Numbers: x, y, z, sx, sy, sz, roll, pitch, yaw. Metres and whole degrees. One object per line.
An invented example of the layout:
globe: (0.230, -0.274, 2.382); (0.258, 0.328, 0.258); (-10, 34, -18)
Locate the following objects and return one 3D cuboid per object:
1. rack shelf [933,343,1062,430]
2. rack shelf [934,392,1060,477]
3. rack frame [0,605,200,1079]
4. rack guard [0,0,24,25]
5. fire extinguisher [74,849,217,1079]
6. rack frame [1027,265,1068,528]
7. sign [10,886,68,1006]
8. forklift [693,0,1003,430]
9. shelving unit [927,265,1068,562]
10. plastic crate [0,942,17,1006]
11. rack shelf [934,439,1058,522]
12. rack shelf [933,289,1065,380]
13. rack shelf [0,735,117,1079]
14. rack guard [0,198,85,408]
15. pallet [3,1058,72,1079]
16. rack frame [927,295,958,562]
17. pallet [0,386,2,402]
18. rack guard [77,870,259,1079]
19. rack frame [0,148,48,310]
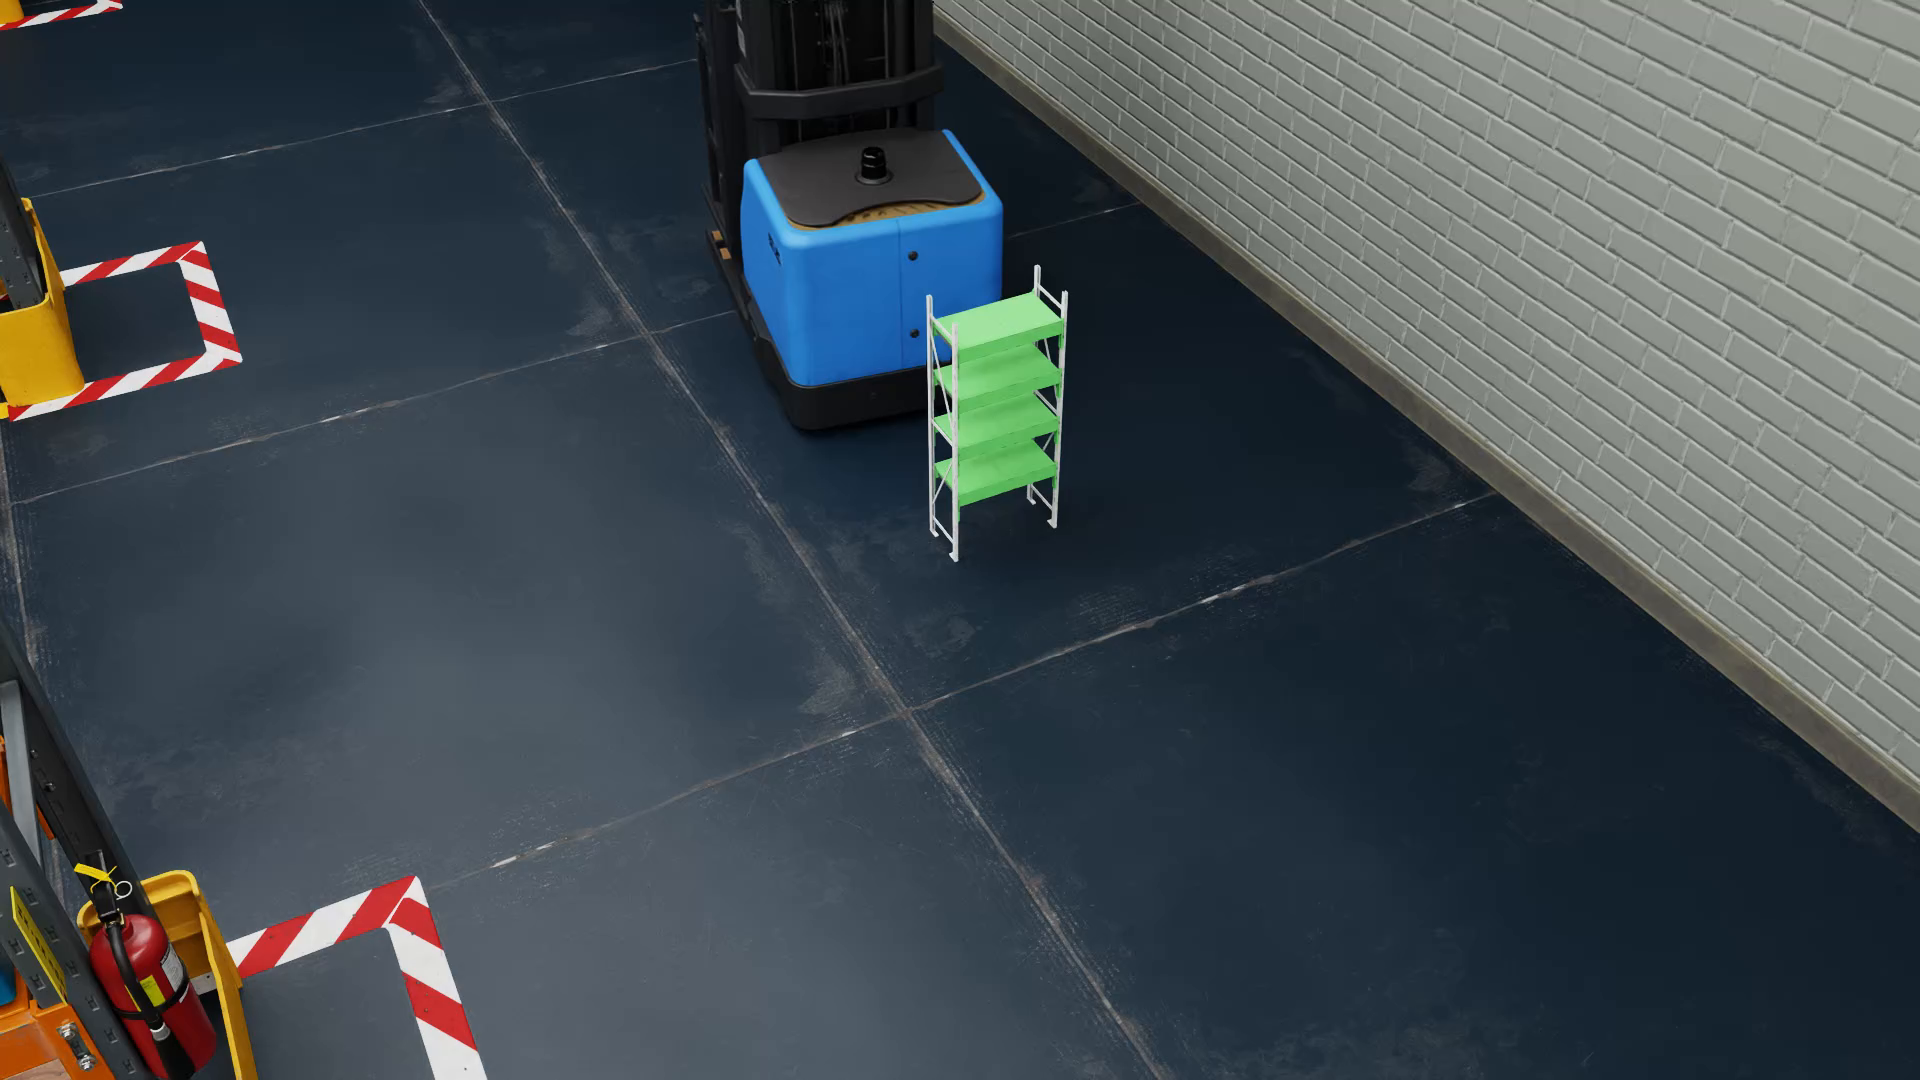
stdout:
rack shelf: (0.147, -0.642, 6.807); (0.480, 0.148, 0.258); (-19, 44, -21)
rack shelf: (0.147, -0.459, 6.962); (0.480, 0.148, 0.258); (-19, 44, -21)
rack frame: (-2.330, 0.664, 4.144); (0.127, 3.000, 1.000); (-19, 44, -21)
rack guard: (-6.885, -4.066, 11.667); (0.348, 0.500, 1.175); (-19, 44, -21)
fire extinguisher: (-1.986, 1.051, 4.035); (0.183, 0.674, 0.296); (-19, 44, -21)
rack frame: (0.363, -0.580, 7.007); (0.015, 1.200, 0.240); (-19, 44, -21)
sign: (-2.061, 0.912, 3.725); (0.005, 0.325, 0.100); (-19, 44, -21)
forklift: (-0.739, -2.592, 8.044); (1.130, 2.935, 3.031); (-12, 42, -14)
shelving unit: (0.147, -0.507, 6.921); (0.503, 1.200, 0.258); (-19, 44, -21)
plastic crate: (-2.540, 0.834, 3.869); (0.499, 0.435, 0.616); (-19, 44, -21)
rack shelf: (0.147, -0.275, 7.117); (0.480, 0.148, 0.258); (-19, 44, -21)
rack shelf: (0.147, -0.825, 6.652); (0.480, 0.148, 0.258); (-19, 44, -21)
rack shelf: (-4.103, 1.535, 3.671); (4.000, 0.370, 1.077); (-19, 44, -21)
rack guard: (-4.682, -1.199, 8.279); (0.348, 0.500, 1.175); (-19, 44, -21)
pallet: (-3.079, 1.952, 4.781); (1.213, 0.211, 1.003); (-19, 44, -21)
rack frame: (-0.070, -0.435, 6.835); (0.015, 1.200, 0.240); (-19, 44, -21)
pallet: (-5.388, -0.850, 8.091); (1.213, 0.211, 1.003); (-19, 44, -21)
rack guard: (-2.314, 1.603, 4.969); (0.348, 0.500, 1.175); (-19, 44, -21)
rack frame: (-4.614, -2.176, 7.499); (0.127, 3.000, 1.000); (-19, 44, -21)
